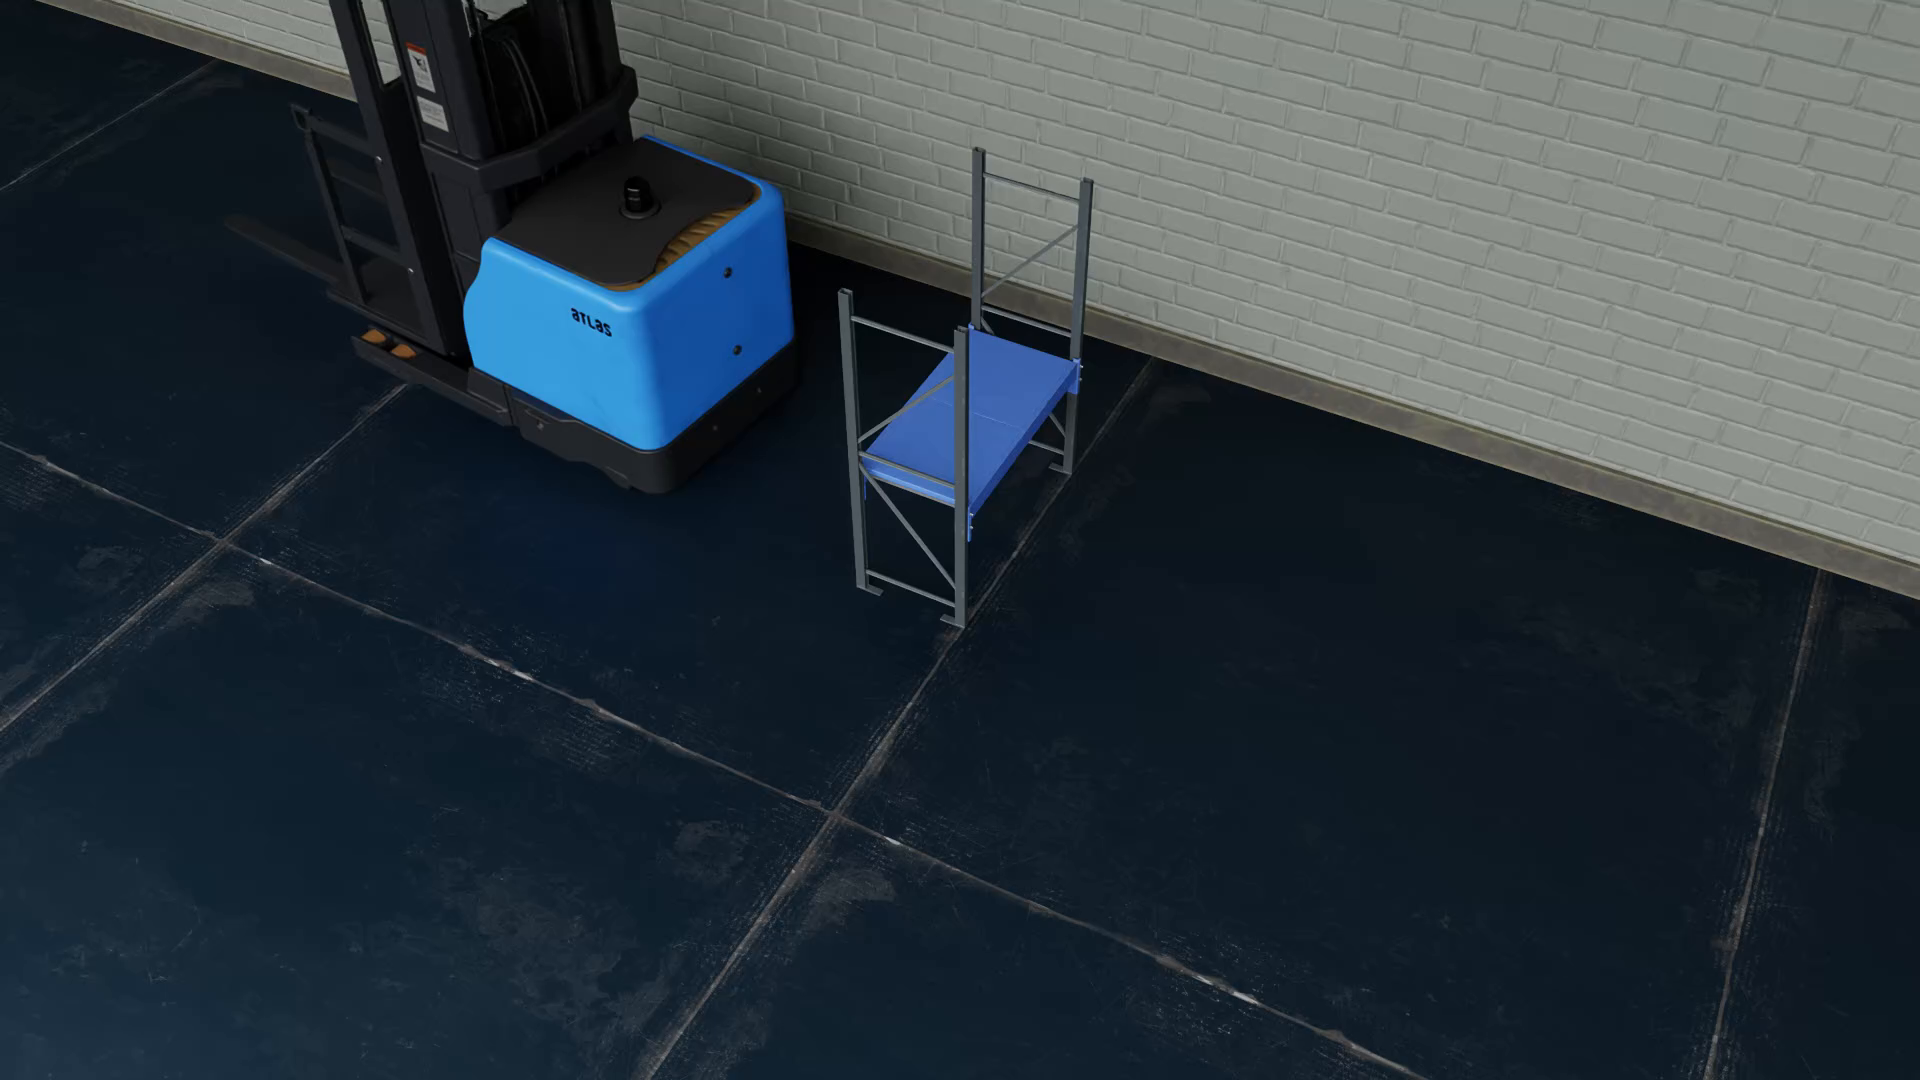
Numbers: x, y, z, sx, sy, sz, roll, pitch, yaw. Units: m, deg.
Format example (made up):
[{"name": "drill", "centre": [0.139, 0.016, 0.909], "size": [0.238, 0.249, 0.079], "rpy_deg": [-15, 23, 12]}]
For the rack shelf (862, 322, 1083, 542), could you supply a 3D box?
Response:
[{"name": "rack shelf", "centre": [0.040, -0.455, 6.678], "size": [0.538, 0.185, 1.000], "rpy_deg": [20, 49, 19]}]

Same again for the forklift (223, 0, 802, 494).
[{"name": "forklift", "centre": [-2.236, -2.060, 7.005], "size": [3.031, 2.935, 1.130], "rpy_deg": [26, 51, 23]}]

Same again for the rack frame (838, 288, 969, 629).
[{"name": "rack frame", "centre": [-0.196, -0.261, 6.233], "size": [0.500, 1.500, 0.032], "rpy_deg": [20, 49, 19]}]

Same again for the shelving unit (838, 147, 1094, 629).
[{"name": "shelving unit", "centre": [0.040, -0.581, 6.550], "size": [0.538, 1.500, 1.048], "rpy_deg": [20, 49, 19]}]

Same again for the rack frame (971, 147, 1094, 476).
[{"name": "rack frame", "centre": [0.276, -0.901, 6.866], "size": [0.500, 1.500, 0.032], "rpy_deg": [20, 49, 19]}]
